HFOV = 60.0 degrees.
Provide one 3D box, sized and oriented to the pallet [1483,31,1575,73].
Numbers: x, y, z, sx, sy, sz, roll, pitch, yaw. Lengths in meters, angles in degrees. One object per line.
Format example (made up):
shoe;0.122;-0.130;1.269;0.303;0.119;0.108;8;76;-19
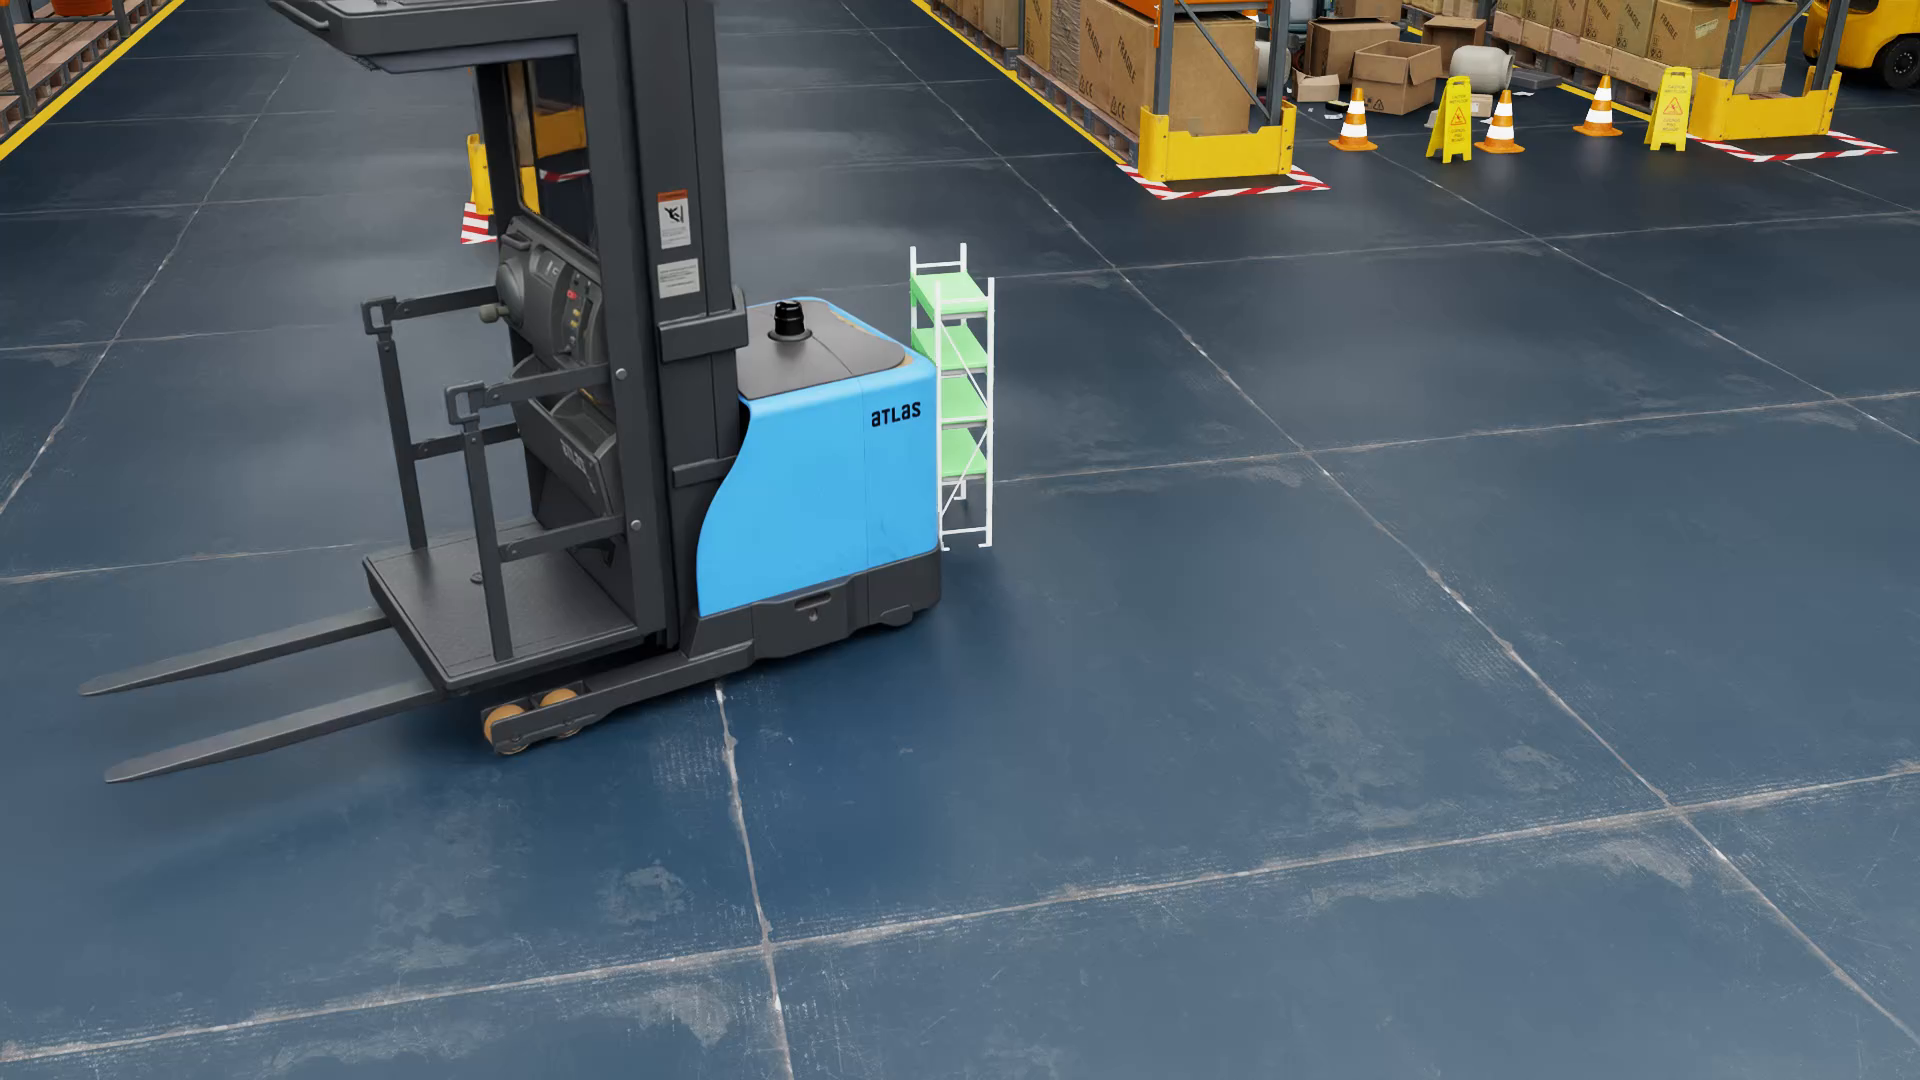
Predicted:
pallet;6.052;-4.970;16.863;1.003;0.211;1.213;-6;27;-12

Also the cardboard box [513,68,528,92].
cardboard box;-3.180;-3.350;12.867;0.500;0.500;0.500;1;27;2

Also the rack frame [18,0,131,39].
rack frame;-9.516;-6.753;17.300;1.000;3.000;0.127;-6;27;-12

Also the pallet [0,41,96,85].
pallet;-9.107;-4.630;16.188;1.003;0.211;1.213;-6;27;-12

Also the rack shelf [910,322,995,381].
rack shelf;-0.037;-0.766;7.044;0.258;0.148;0.480;-6;27;-12

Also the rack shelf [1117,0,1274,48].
rack shelf;1.517;-4.760;14.150;1.077;0.370;4.000;-6;27;-12

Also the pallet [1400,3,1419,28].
pallet;5.411;-6.140;19.180;1.003;0.211;1.213;-6;27;-12

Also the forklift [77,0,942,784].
forklift;-1.592;-0.837;5.655;3.031;2.935;1.130;-16;31;-29

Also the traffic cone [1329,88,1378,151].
traffic cone;3.232;-3.448;13.568;0.336;0.463;0.334;-6;27;-12

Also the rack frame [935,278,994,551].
rack frame;0.018;-0.501;6.911;0.240;1.200;0.015;-6;27;-12

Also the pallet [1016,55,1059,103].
pallet;1.162;-4.373;15.679;1.003;0.211;1.213;-6;27;-12

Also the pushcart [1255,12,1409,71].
pushcart;3.656;-5.082;16.900;1.648;0.377;0.936;-16;31;-29

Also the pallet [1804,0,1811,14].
pallet;10.498;-6.087;19.075;1.003;0.211;1.213;-6;27;-12

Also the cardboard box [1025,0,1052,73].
cardboard box;1.140;-4.915;15.551;0.875;0.875;0.875;-6;27;-11

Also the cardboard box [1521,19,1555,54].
cardboard box;5.868;-4.947;16.307;0.500;0.250;0.500;-4;27;-9

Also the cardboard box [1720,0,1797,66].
cardboard box;6.850;-4.438;14.466;0.500;0.500;0.500;-7;28;-13

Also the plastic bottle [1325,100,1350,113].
plastic bottle;3.368;-3.886;14.881;0.133;0.061;0.283;-16;31;-29

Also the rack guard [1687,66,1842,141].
rack guard;6.751;-3.668;13.962;1.175;0.500;0.348;-6;27;-12

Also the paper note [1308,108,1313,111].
paper note;3.131;-3.841;14.849;0.032;0.001;0.123;8;28;15

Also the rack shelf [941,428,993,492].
rack shelf;-0.037;-0.337;7.261;0.258;0.148;0.480;-6;27;-12

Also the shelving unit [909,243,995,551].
shelving unit;-0.037;-0.608;7.124;0.258;1.200;0.503;-6;27;-12

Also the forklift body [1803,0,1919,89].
forklift body;9.398;-5.524;15.808;2.313;2.155;1.214;-6;27;-12

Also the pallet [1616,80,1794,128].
pallet;6.602;-3.899;14.741;1.003;0.211;1.213;-6;27;-12

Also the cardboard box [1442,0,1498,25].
cardboard box;5.746;-5.751;17.765;0.950;0.372;0.625;-6;27;-11

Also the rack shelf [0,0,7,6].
rack shelf;-8.163;-3.798;12.244;1.077;0.370;4.000;-6;27;-12

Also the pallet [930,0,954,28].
pallet;0.269;-6.117;19.134;1.003;0.211;1.213;-6;27;-12

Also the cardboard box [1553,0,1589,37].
cardboard box;5.984;-5.053;15.685;0.500;0.500;0.500;-5;27;-9

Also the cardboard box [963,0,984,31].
cardboard box;0.625;-5.830;17.502;1.050;0.750;0.750;-6;27;-12

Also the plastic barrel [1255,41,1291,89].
plastic barrel;2.817;-4.467;15.630;0.512;0.421;0.421;13;30;24

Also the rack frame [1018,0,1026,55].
rack frame;1.067;-5.959;15.728;1.000;3.000;0.127;-6;27;-12

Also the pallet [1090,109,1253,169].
pallet;1.712;-3.301;13.557;1.003;0.211;1.213;-6;27;-12

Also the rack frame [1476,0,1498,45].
rack frame;5.867;-6.506;16.811;1.000;3.000;0.127;-6;27;-12

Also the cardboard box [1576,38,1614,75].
cardboard box;6.091;-4.495;15.412;0.500;0.250;0.500;-7;28;-13

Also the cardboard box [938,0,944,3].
cardboard box;0.215;-6.622;19.071;1.050;0.750;0.750;-6;27;-12

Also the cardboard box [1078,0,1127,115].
cardboard box;1.551;-4.119;13.974;0.875;0.875;0.875;-6;27;-12

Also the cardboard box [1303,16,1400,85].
cardboard box;3.687;-4.620;15.694;0.797;0.637;0.503;-6;27;-12

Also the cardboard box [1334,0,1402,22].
cardboard box;4.139;-5.534;16.820;0.500;0.500;0.500;-6;27;-12

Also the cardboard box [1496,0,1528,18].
cardboard box;5.736;-5.515;16.600;0.500;0.500;0.500;-5;27;-9

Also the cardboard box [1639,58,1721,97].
cardboard box;6.318;-4.048;14.527;0.500;0.250;0.500;-6;27;-12

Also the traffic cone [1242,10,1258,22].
traffic cone;3.183;-5.802;18.231;0.336;0.463;0.334;-6;27;-12

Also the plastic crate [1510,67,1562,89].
plastic crate;5.421;-4.430;15.939;0.402;0.080;0.583;-16;31;-29

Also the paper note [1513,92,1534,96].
paper note;5.232;-4.148;15.435;0.142;0.019;0.148;-16;31;-29

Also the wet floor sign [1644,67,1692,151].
wet floor sign;5.768;-3.507;13.482;0.267;0.644;0.232;3;27;6

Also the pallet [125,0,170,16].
pallet;-10.005;-6.385;19.665;1.003;0.211;1.213;-6;27;-12

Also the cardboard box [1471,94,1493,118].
cardboard box;4.505;-3.848;14.708;0.380;0.149;0.250;8;28;15

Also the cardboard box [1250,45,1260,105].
cardboard box;2.416;-4.267;15.147;0.500;0.500;0.500;-1;27;-3

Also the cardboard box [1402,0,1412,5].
cardboard box;5.422;-6.371;18.994;0.950;0.372;0.625;-5;27;-10

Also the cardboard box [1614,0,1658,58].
cardboard box;6.212;-4.599;14.786;0.500;0.500;0.500;-5;27;-10

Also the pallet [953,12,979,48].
pallet;0.541;-5.582;18.075;1.003;0.211;1.213;-6;27;-12

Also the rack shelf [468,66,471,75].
rack shelf;-3.338;-4.301;13.240;1.077;0.370;4.000;-6;27;-12

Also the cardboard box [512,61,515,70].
cardboard box;-3.601;-4.141;14.434;0.500;0.500;0.500;2;27;5
